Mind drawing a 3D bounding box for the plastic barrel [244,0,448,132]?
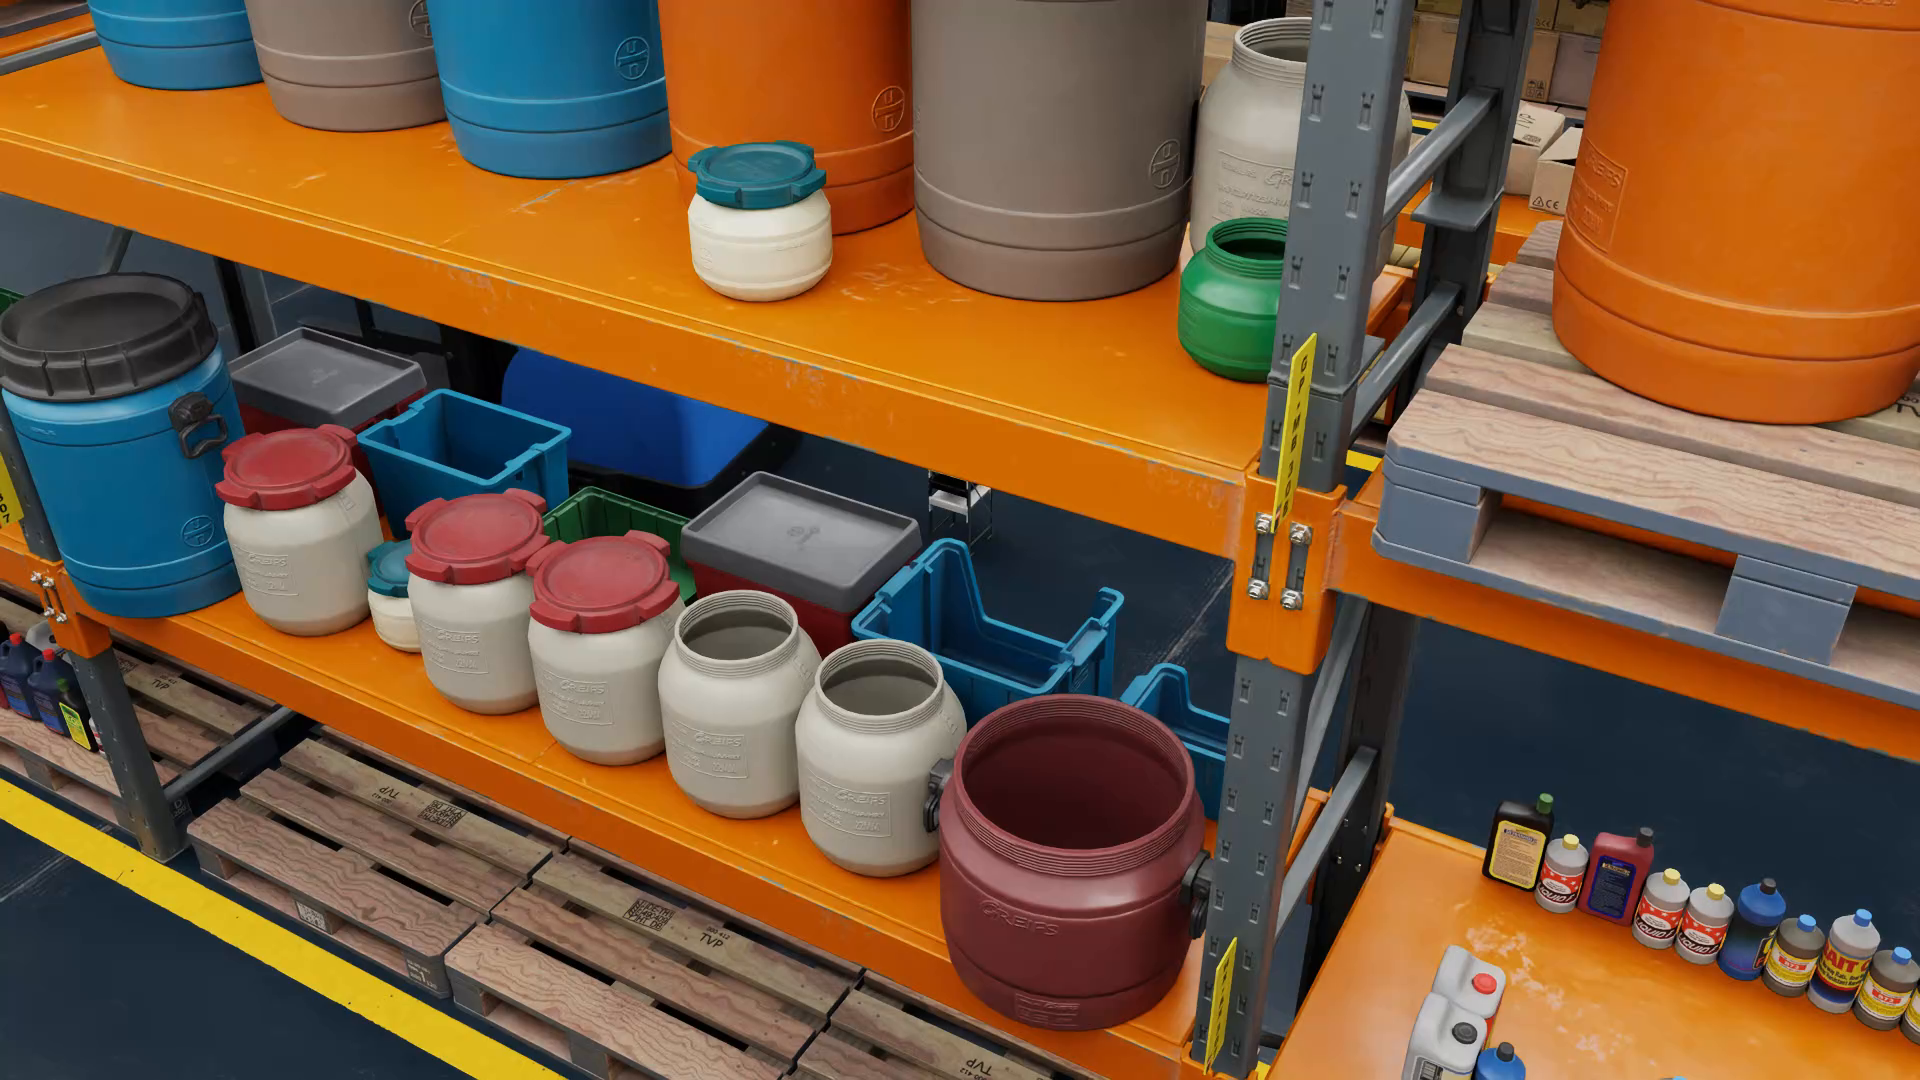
[{"bbox_3d":[-1.550,-1.573,4.247,0.600,0.901,0.600,0,34,0],"label":"plastic barrel"}]

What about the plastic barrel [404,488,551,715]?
[{"bbox_3d":[-1.309,0.183,4.647,0.433,0.535,0.433,0,34,0],"label":"plastic barrel"}]

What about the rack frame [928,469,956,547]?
[{"bbox_3d":[-0.081,-0.400,7.539,0.006,0.900,0.240,18,37,24],"label":"rack frame"}]

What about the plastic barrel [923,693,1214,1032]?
[{"bbox_3d":[0.252,0.730,3.824,0.708,0.536,0.600,18,37,24],"label":"plastic barrel"}]

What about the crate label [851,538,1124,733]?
[{"bbox_3d":[0.077,0.351,4.485,0.616,0.435,0.502,18,37,24],"label":"crate label"}]

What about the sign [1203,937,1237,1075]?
[{"bbox_3d":[0.539,0.968,3.443,0.005,0.325,0.100,18,37,24],"label":"sign"}]

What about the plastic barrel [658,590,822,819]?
[{"bbox_3d":[-0.559,0.426,4.303,0.421,0.512,0.421,0,34,0],"label":"plastic barrel"}]

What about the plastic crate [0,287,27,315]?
[{"bbox_3d":[-3.706,-0.752,6.364,0.662,0.188,0.450,18,37,24],"label":"plastic crate"}]

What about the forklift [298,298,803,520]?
[{"bbox_3d":[-2.360,-1.771,7.765,3.031,2.935,1.130,13,36,19],"label":"forklift"}]

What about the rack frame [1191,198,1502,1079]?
[{"bbox_3d":[0.805,0.769,3.889,0.127,3.000,1.000,18,37,24],"label":"rack frame"}]

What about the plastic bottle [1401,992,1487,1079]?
[{"bbox_3d":[1.021,1.095,3.511,0.135,0.276,0.152,18,37,24],"label":"plastic bottle"}]

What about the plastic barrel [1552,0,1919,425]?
[{"bbox_3d":[1.297,-0.676,2.586,0.708,0.830,0.600,18,37,24],"label":"plastic barrel"}]

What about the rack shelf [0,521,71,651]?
[{"bbox_3d":[-4.404,-0.582,6.566,4.000,0.370,1.077,18,37,24],"label":"rack shelf"}]

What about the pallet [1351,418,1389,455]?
[{"bbox_3d":[2.571,-0.698,8.608,1.213,0.211,1.003,18,37,24],"label":"pallet"}]

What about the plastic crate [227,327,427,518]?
[{"bbox_3d":[-2.095,-0.372,5.544,0.583,0.464,0.402,18,37,24],"label":"plastic crate"}]

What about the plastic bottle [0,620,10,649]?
[{"bbox_3d":[-3.788,0.380,6.527,0.133,0.283,0.061,18,37,24],"label":"plastic bottle"}]

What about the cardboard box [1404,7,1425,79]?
[{"bbox_3d":[3.369,-3.929,12.802,0.500,0.500,0.700,17,37,23],"label":"cardboard box"}]

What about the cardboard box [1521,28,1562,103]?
[{"bbox_3d":[4.235,-3.635,12.360,0.500,0.500,0.700,17,37,24],"label":"cardboard box"}]

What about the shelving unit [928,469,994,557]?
[{"bbox_3d":[0.007,-0.372,7.497,0.210,0.900,0.258,18,37,24],"label":"shelving unit"}]

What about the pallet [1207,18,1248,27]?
[{"bbox_3d":[1.648,-4.106,13.725,1.213,0.211,1.003,18,37,24],"label":"pallet"}]

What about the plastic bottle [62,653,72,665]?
[{"bbox_3d":[-3.298,0.481,6.315,0.185,0.351,0.144,18,37,24],"label":"plastic bottle"}]

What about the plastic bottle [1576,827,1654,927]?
[{"bbox_3d":[1.569,0.787,3.967,0.133,0.283,0.061,18,37,24],"label":"plastic bottle"}]

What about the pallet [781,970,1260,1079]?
[{"bbox_3d":[0.152,1.698,5.010,1.213,0.211,1.003,18,37,24],"label":"pallet"}]

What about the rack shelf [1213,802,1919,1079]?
[{"bbox_3d":[2.542,1.618,3.262,4.000,0.370,1.077,18,37,24],"label":"rack shelf"}]

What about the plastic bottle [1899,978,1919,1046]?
[{"bbox_3d":[2.167,1.022,3.688,0.097,0.201,0.097,0,34,0],"label":"plastic bottle"}]

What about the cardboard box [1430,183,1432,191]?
[{"bbox_3d":[2.348,-1.624,7.708,0.250,0.149,0.380,18,37,24],"label":"cardboard box"}]

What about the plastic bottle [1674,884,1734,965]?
[{"bbox_3d":[1.744,0.888,3.889,0.097,0.201,0.097,0,34,0],"label":"plastic bottle"}]

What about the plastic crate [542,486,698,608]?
[{"bbox_3d":[-1.015,0.100,5.084,0.662,0.188,0.450,18,37,24],"label":"plastic crate"}]

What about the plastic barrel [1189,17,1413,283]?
[{"bbox_3d":[0.688,-0.759,3.376,0.421,0.512,0.421,0,34,0],"label":"plastic barrel"}]

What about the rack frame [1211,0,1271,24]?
[{"bbox_3d":[2.248,-5.099,12.700,0.127,3.000,1.000,18,37,24],"label":"rack frame"}]

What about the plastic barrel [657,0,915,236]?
[{"bbox_3d":[-0.368,-1.169,3.705,0.708,0.830,0.600,18,37,24],"label":"plastic barrel"}]

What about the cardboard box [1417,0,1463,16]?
[{"bbox_3d":[3.733,-4.098,12.380,0.500,0.250,0.500,16,37,23],"label":"cardboard box"}]

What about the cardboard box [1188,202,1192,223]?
[{"bbox_3d":[1.174,-1.726,9.231,0.500,0.311,0.500,17,37,24],"label":"cardboard box"}]

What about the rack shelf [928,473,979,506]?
[{"bbox_3d":[0.007,-0.270,7.566,0.200,0.077,0.258,18,37,24],"label":"rack shelf"}]

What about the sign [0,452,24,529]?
[{"bbox_3d":[-2.950,-0.185,5.071,0.005,0.325,0.100,18,37,24],"label":"sign"}]

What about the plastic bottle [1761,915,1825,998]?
[{"bbox_3d":[1.913,0.942,3.809,0.097,0.201,0.097,0,34,0],"label":"plastic bottle"}]

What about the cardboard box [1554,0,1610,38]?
[{"bbox_3d":[4.606,-3.813,11.952,0.500,0.250,0.500,18,38,25],"label":"cardboard box"}]

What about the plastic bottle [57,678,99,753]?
[{"bbox_3d":[-3.249,0.643,6.132,0.133,0.283,0.061,20,38,27],"label":"plastic bottle"}]

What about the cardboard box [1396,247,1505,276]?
[{"bbox_3d":[2.497,-1.303,8.597,0.500,0.311,0.500,17,37,23],"label":"cardboard box"}]

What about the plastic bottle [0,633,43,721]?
[{"bbox_3d":[-3.536,0.497,6.290,0.185,0.351,0.144,16,37,22],"label":"plastic bottle"}]

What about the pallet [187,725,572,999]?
[{"bbox_3d":[-1.966,1.027,6.018,1.213,0.211,1.003,18,37,24],"label":"pallet"}]

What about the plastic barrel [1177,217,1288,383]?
[{"bbox_3d":[0.566,-0.458,3.166,0.294,0.245,0.294,0,34,0],"label":"plastic barrel"}]

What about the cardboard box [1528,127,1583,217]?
[{"bbox_3d":[2.972,-1.698,7.674,0.500,0.311,0.500,20,39,27],"label":"cardboard box"}]

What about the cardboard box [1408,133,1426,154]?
[{"bbox_3d":[2.131,-1.833,8.023,0.250,0.149,0.380,21,39,28],"label":"cardboard box"}]

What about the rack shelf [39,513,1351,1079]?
[{"bbox_3d":[-0.931,0.518,4.914,4.000,0.370,1.077,18,37,24],"label":"rack shelf"}]

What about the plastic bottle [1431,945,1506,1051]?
[{"bbox_3d":[1.096,1.022,3.621,0.135,0.276,0.152,18,37,24],"label":"plastic bottle"}]

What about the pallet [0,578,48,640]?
[{"bbox_3d":[-4.293,0.290,7.124,1.213,0.211,1.003,18,37,24],"label":"pallet"}]

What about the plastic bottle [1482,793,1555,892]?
[{"bbox_3d":[1.368,0.723,4.063,0.133,0.283,0.061,18,37,24],"label":"plastic bottle"}]

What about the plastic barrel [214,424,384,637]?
[{"bbox_3d":[-1.946,-0.019,4.950,0.433,0.535,0.433,0,34,0],"label":"plastic barrel"}]
